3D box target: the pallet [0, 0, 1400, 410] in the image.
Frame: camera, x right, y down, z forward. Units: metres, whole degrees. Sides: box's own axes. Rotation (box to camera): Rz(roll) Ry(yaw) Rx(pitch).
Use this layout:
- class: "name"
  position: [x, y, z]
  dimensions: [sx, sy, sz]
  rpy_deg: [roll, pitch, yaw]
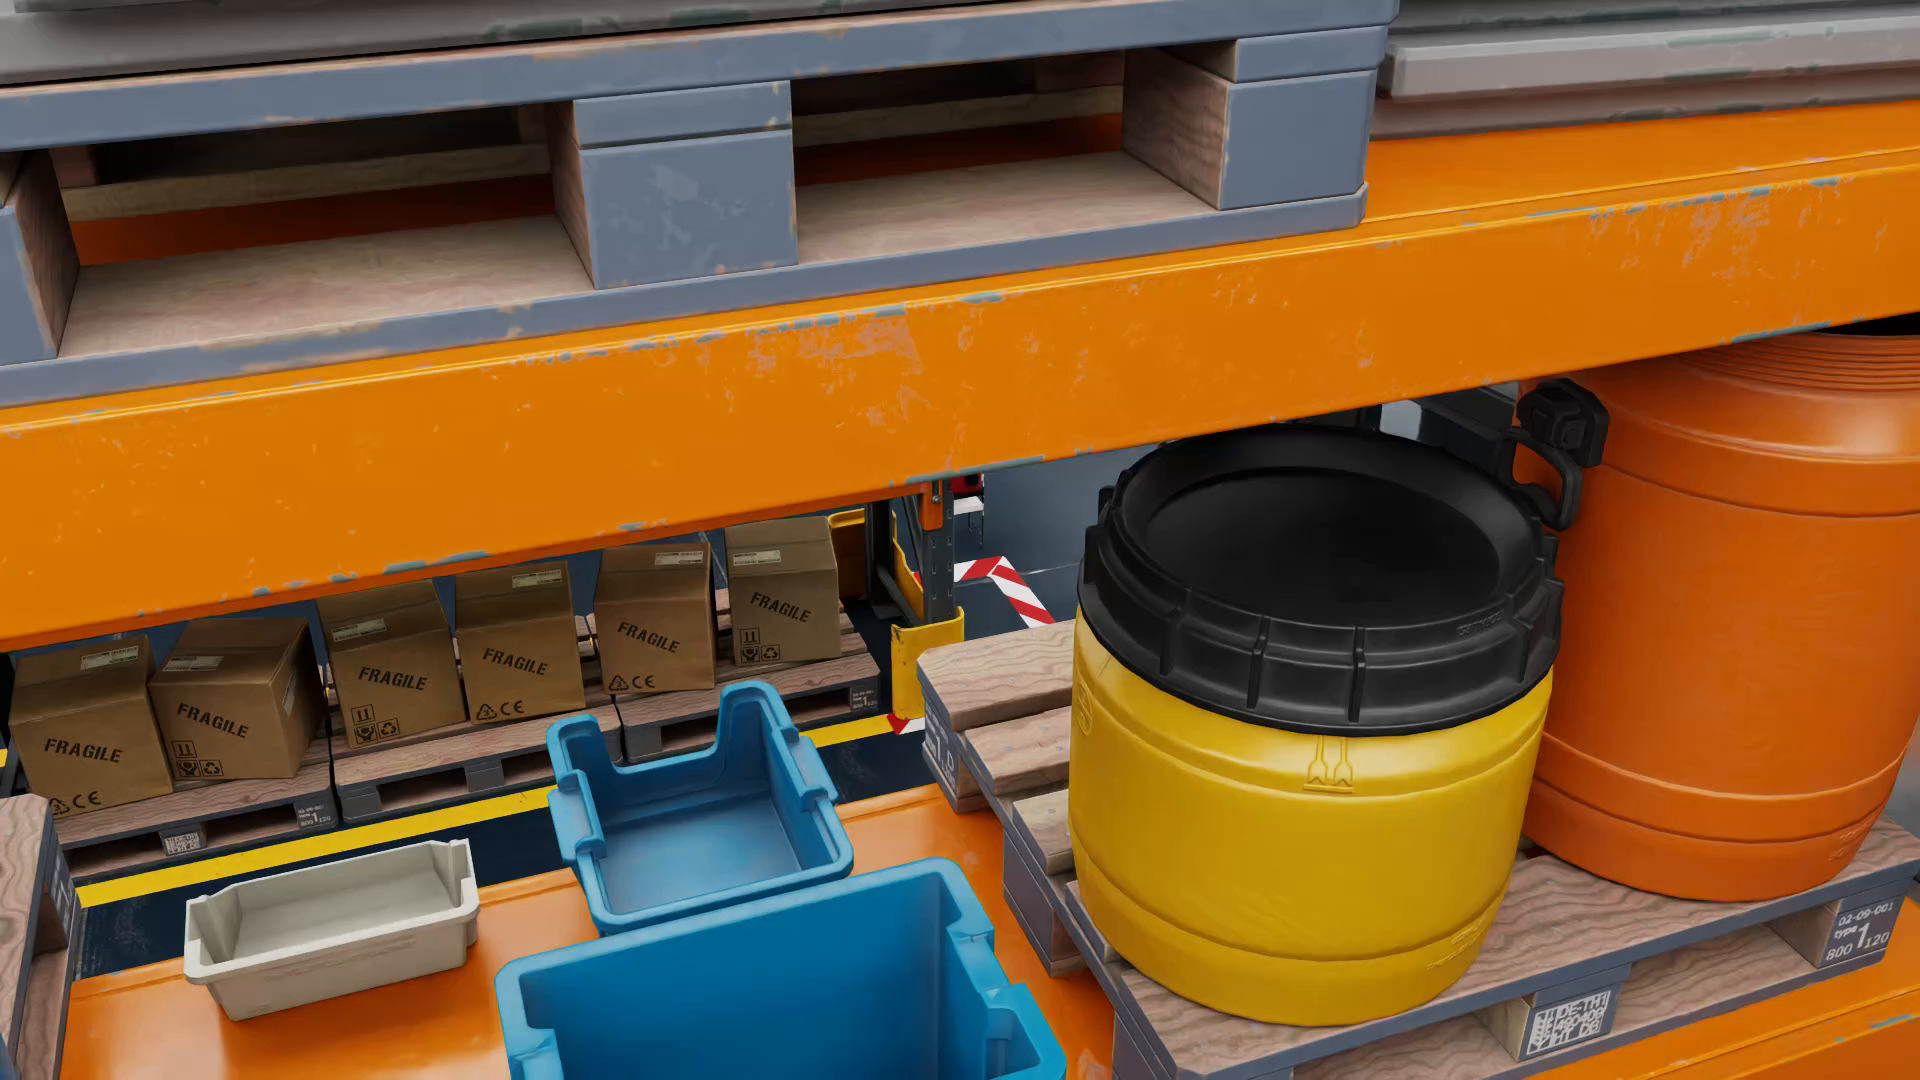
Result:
- class: "pallet"
  position: [-0.370, -0.495, 1.624]
  dimensions: [1.213, 0.211, 1.003]
  rpy_deg: [-10, 31, -18]

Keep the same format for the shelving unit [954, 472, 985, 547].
- class: "shelving unit"
  position: [-0.008, -0.390, 9.025]
  dimensions: [0.210, 0.900, 0.258]
  rpy_deg: [-10, 31, -18]

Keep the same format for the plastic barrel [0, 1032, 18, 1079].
- class: "plastic barrel"
  position: [-1.308, 0.397, 1.561]
  dimensions: [0.708, 0.901, 0.600]
  rpy_deg: [-10, 31, -18]

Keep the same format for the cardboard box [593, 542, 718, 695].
- class: "cardboard box"
  position: [-1.395, 0.358, 7.693]
  dimensions: [0.500, 0.500, 0.500]
  rpy_deg: [-3, 30, -5]

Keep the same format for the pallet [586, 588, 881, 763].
- class: "pallet"
  position: [-1.101, 0.583, 8.013]
  dimensions: [1.213, 0.211, 1.003]
  rpy_deg: [-10, 31, -18]

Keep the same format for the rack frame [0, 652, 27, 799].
- class: "rack frame"
  position: [-4.005, -0.075, 6.351]
  dimensions: [0.127, 3.000, 1.000]
  rpy_deg: [-10, 31, -18]

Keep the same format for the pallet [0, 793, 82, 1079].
- class: "pallet"
  position: [-1.636, 0.832, 1.920]
  dimensions: [1.003, 0.211, 1.213]
  rpy_deg: [-10, 31, -18]

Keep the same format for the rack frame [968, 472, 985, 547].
- class: "rack frame"
  position: [0.088, -0.407, 9.056]
  dimensions: [0.006, 0.900, 0.240]
  rpy_deg: [-10, 31, -18]

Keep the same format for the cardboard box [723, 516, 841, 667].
- class: "cardboard box"
  position: [-0.847, 0.238, 7.902]
  dimensions: [0.500, 0.500, 0.500]
  rpy_deg: [-5, 30, -8]

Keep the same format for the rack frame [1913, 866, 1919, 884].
- class: "rack frame"
  position: [1.471, 1.533, 3.530]
  dimensions: [0.127, 3.000, 1.000]
  rpy_deg: [-10, 31, -18]

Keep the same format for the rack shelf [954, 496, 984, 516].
- class: "rack shelf"
  position: [-0.008, -0.204, 9.130]
  dimensions: [0.200, 0.077, 0.258]
  rpy_deg: [-10, 31, -18]

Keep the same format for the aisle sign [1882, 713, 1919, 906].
- class: "aisle sign"
  position: [1.642, 0.529, 2.666]
  dimensions: [0.004, 0.787, 0.394]
  rpy_deg: [-10, 31, -18]

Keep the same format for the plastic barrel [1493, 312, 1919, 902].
- class: "plastic barrel"
  position: [1.060, 0.003, 2.326]
  dimensions: [0.708, 0.830, 0.600]
  rpy_deg: [-10, 31, -18]

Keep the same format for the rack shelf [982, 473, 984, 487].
- class: "rack shelf"
  position: [-0.008, -0.361, 9.041]
  dimensions: [0.200, 0.077, 0.258]
  rpy_deg: [-10, 31, -18]

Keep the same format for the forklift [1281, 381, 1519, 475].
- class: "forklift"
  position: [1.889, 0.168, 5.993]
  dimensions: [1.130, 2.935, 3.031]
  rpy_deg: [-16, 33, -26]

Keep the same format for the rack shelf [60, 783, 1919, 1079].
- class: "rack shelf"
  position: [-0.403, 0.887, 2.359]
  dimensions: [4.000, 0.370, 1.077]
  rpy_deg: [-10, 31, -18]

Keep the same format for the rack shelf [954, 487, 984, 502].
- class: "rack shelf"
  position: [-0.008, -0.282, 9.086]
  dimensions: [0.200, 0.077, 0.258]
  rpy_deg: [-10, 31, -18]

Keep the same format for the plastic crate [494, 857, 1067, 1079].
- class: "plastic crate"
  position: [-0.211, 0.705, 1.968]
  dimensions: [0.575, 0.384, 0.392]
  rpy_deg: [-10, 31, -18]

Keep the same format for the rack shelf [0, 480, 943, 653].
- class: "rack shelf"
  position: [-2.131, -0.107, 7.135]
  dimensions: [4.000, 0.370, 1.077]
  rpy_deg: [-10, 31, -18]

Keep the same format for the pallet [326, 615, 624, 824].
- class: "pallet"
  position: [-2.243, 0.792, 7.647]
  dimensions: [1.213, 0.211, 1.003]
  rpy_deg: [-10, 31, -18]

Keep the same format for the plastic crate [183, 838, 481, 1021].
- class: "plastic crate"
  position: [-0.915, 0.570, 2.456]
  dimensions: [0.396, 0.136, 0.243]
  rpy_deg: [-10, 31, -18]

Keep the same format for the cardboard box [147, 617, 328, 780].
- class: "cardboard box"
  position: [-3.082, 0.676, 7.134]
  dimensions: [0.500, 0.500, 0.500]
  rpy_deg: [-1, 30, -2]

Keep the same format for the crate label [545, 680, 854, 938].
- class: "crate label"
  position: [-0.398, 0.464, 2.526]
  dimensions: [0.408, 0.251, 0.502]
  rpy_deg: [-10, 31, -18]

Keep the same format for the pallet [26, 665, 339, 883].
- class: "pallet"
  position: [-3.388, 1.004, 7.274]
  dimensions: [1.213, 0.211, 1.003]
  rpy_deg: [-10, 31, -18]

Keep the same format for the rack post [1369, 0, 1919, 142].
- class: "rack post"
  position: [0.718, -0.785, 2.043]
  dimensions: [0.954, 0.300, 0.937]
  rpy_deg: [-7, 30, -12]

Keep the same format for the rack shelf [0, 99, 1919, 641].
- class: "rack shelf"
  position: [-0.403, -0.242, 1.716]
  dimensions: [4.000, 0.370, 1.077]
  rpy_deg: [-10, 31, -18]

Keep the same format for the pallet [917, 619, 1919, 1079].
- class: "pallet"
  position: [0.662, 0.409, 2.663]
  dimensions: [1.213, 0.211, 1.003]
  rpy_deg: [-10, 31, -18]

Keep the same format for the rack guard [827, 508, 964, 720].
- class: "rack guard"
  position: [-0.327, 0.334, 8.159]
  dimensions: [0.348, 0.500, 1.175]
  rpy_deg: [-10, 31, -18]

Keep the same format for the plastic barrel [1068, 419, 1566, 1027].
- class: "plastic barrel"
  position: [0.447, 0.221, 2.188]
  dimensions: [0.600, 0.588, 0.600]
  rpy_deg: [0, 30, 0]

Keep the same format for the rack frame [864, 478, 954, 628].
- class: "rack frame"
  position: [-0.256, -0.765, 7.563]
  dimensions: [0.127, 3.000, 1.000]
  rpy_deg: [-10, 31, -18]

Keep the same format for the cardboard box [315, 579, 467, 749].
- class: "cardboard box"
  position: [-2.528, 0.532, 7.386]
  dimensions: [0.500, 0.500, 0.500]
  rpy_deg: [-13, 32, -22]

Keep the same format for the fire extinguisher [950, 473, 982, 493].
- class: "fire extinguisher"
  position: [0.012, -0.538, 7.242]
  dimensions: [0.183, 0.674, 0.296]
  rpy_deg: [-10, 31, -18]

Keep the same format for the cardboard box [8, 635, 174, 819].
- class: "cardboard box"
  position: [-3.616, 0.778, 6.955]
  dimensions: [0.500, 0.500, 0.500]
  rpy_deg: [-11, 32, -19]

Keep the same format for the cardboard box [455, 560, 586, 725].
- class: "cardboard box"
  position: [-1.989, 0.457, 7.519]
  dimensions: [0.500, 0.500, 0.500]
  rpy_deg: [-8, 31, -13]
